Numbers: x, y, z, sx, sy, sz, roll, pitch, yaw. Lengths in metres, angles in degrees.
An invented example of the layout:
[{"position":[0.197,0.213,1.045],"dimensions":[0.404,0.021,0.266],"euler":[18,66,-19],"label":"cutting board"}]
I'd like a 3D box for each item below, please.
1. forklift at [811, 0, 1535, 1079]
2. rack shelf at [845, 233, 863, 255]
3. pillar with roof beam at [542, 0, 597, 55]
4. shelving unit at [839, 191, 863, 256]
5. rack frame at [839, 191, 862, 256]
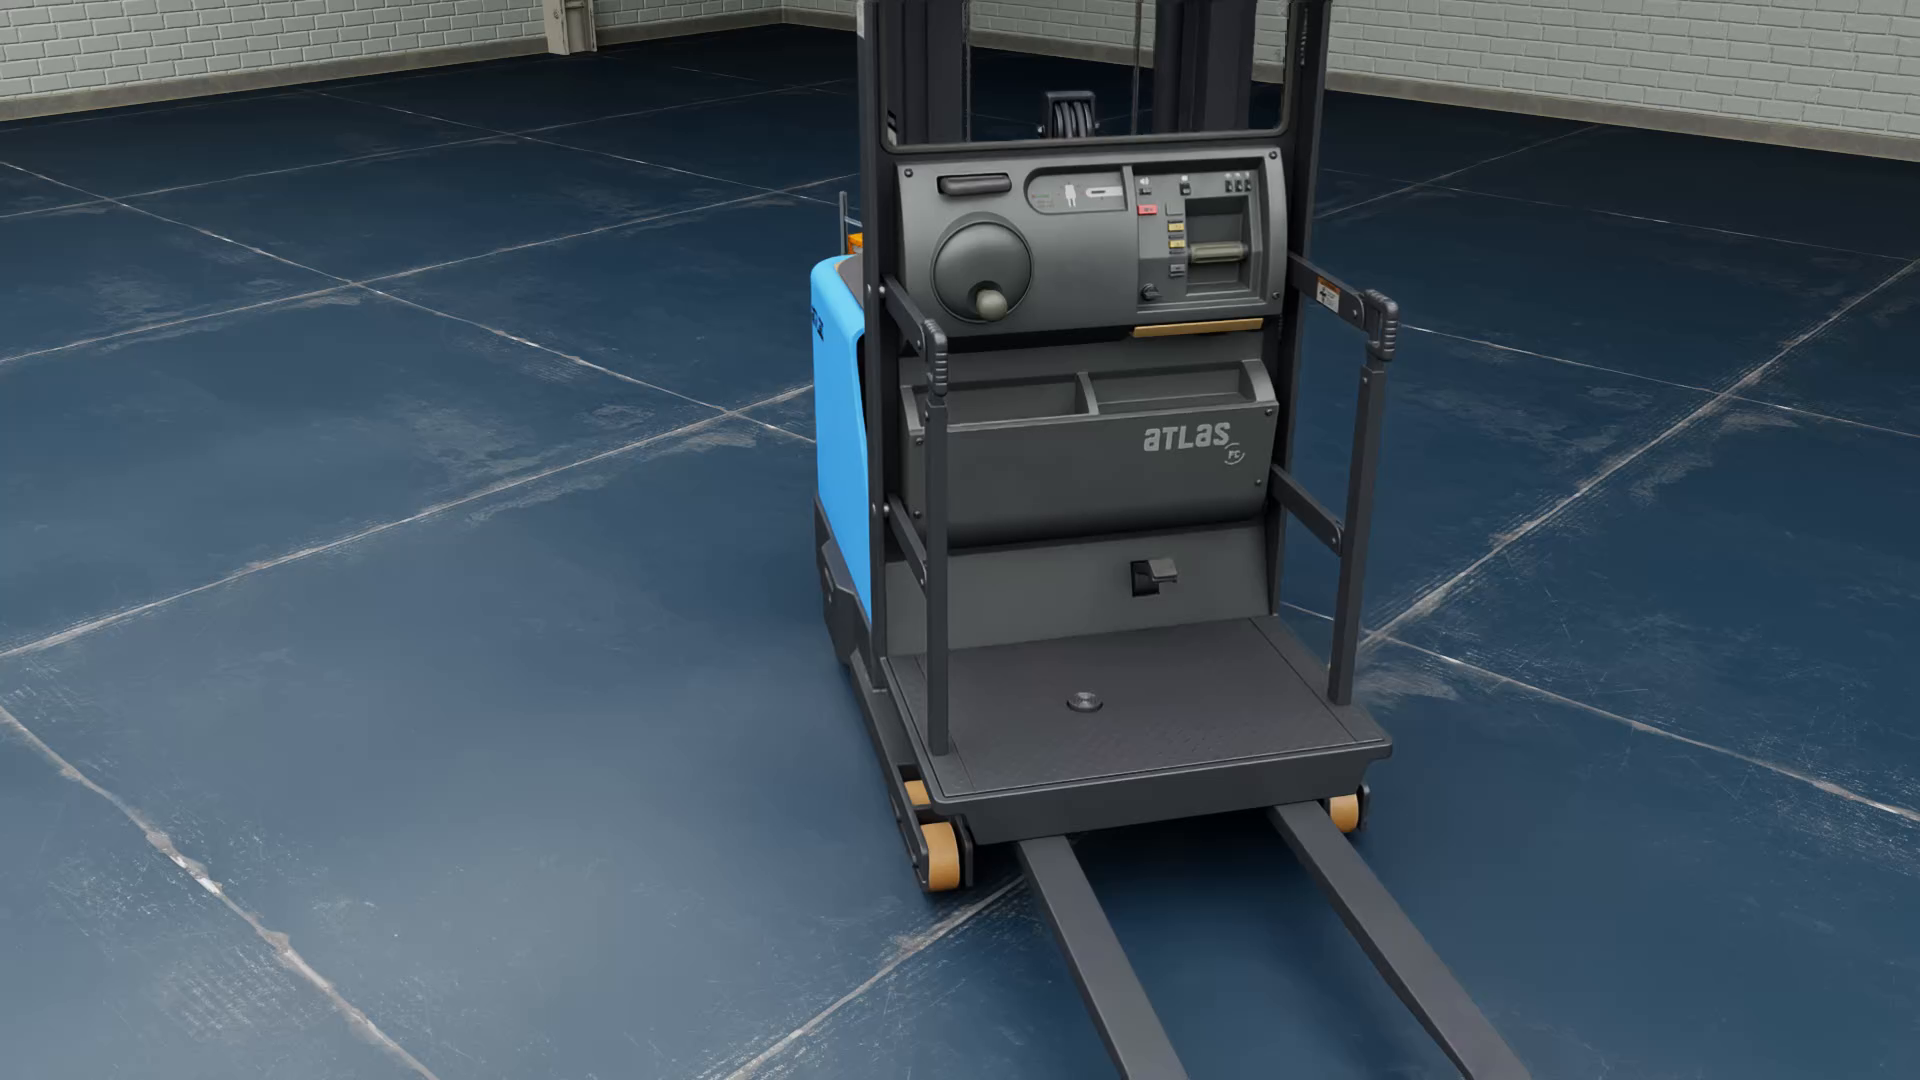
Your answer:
[{"position":[0.369,-0.681,3.686],"dimensions":[1.130,2.935,3.031],"euler":[-6,25,-12],"label":"forklift"},{"position":[-0.108,-0.935,5.408],"dimensions":[0.480,0.148,0.258],"euler":[-16,29,-31],"label":"rack shelf"},{"position":[-0.684,-7.833,12.221],"dimensions":[9.100,9.000,0.400],"euler":[20,31,38],"label":"pillar with roof beam"},{"position":[-0.108,-0.576,5.569],"dimensions":[0.503,1.200,0.258],"euler":[-16,29,-31],"label":"shelving unit"},{"position":[-0.310,-0.520,5.443],"dimensions":[0.015,1.200,0.240],"euler":[-16,29,-31],"label":"rack frame"}]
